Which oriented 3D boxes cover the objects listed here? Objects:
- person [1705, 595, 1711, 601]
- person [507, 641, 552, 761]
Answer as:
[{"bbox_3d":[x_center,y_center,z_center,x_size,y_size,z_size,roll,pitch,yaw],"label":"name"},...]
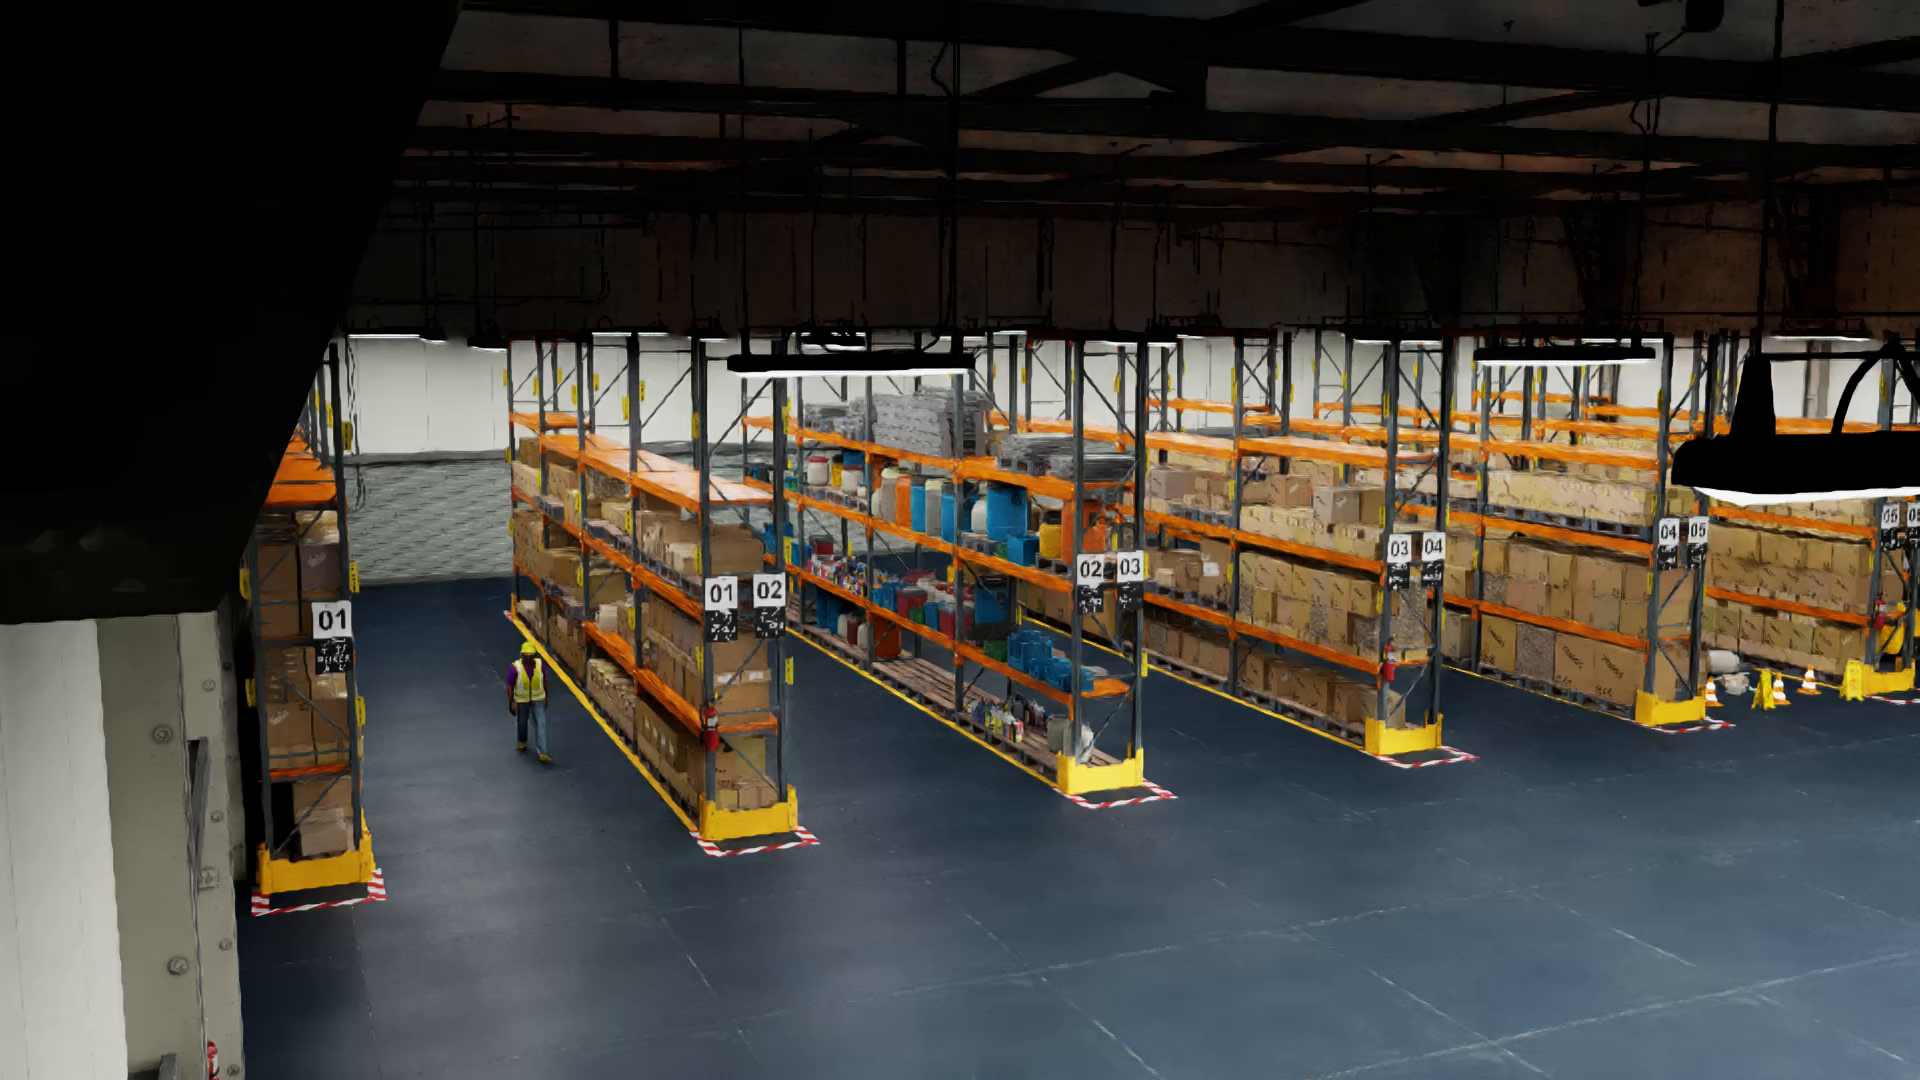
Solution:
[{"bbox_3d":[15.265,0.842,33.786,0.630,1.775,0.677,1,8,8],"label":"person"},{"bbox_3d":[-6.149,2.268,23.708,0.577,1.691,1.121,-3,8,-21],"label":"person"}]
